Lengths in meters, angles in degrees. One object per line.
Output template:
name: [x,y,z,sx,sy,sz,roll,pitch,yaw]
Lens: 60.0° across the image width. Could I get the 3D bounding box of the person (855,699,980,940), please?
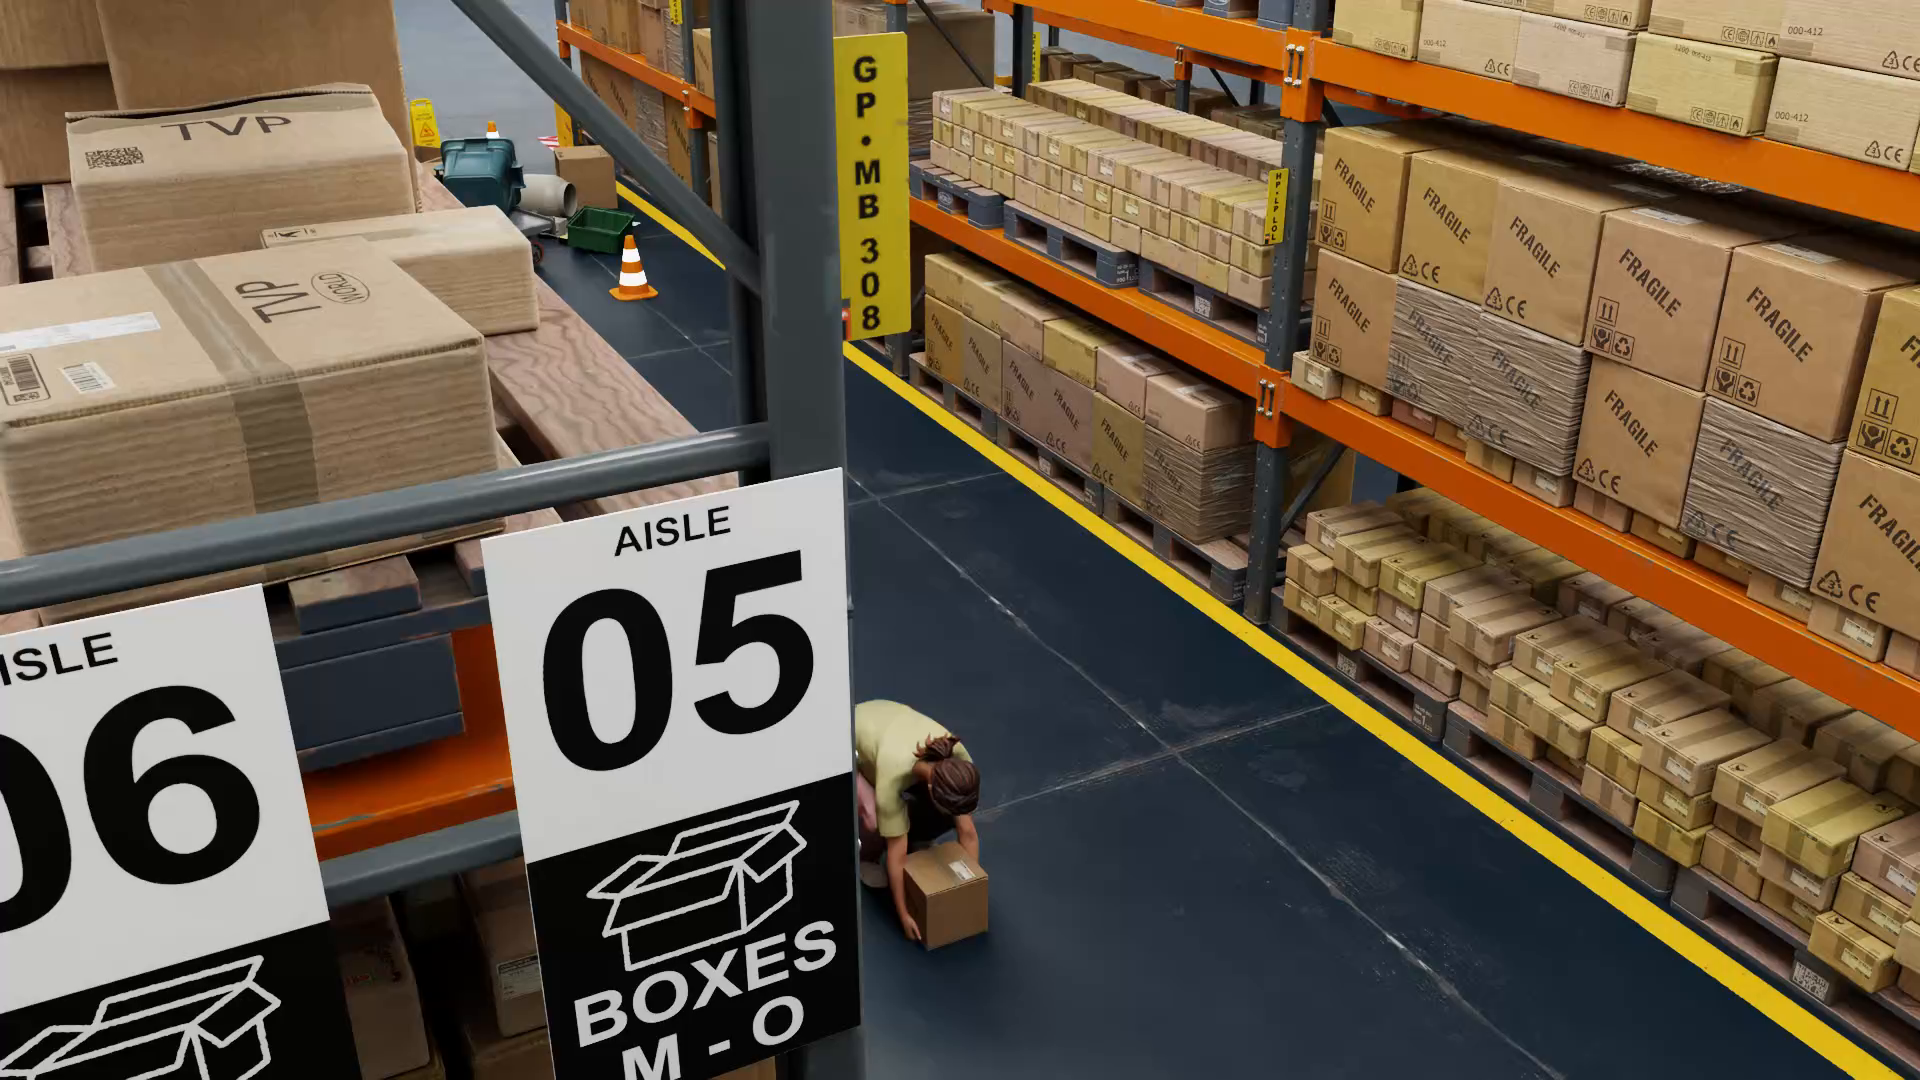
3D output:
person: [-0.197,0.976,6.213,0.455,0.750,0.856,-14,29,-26]
